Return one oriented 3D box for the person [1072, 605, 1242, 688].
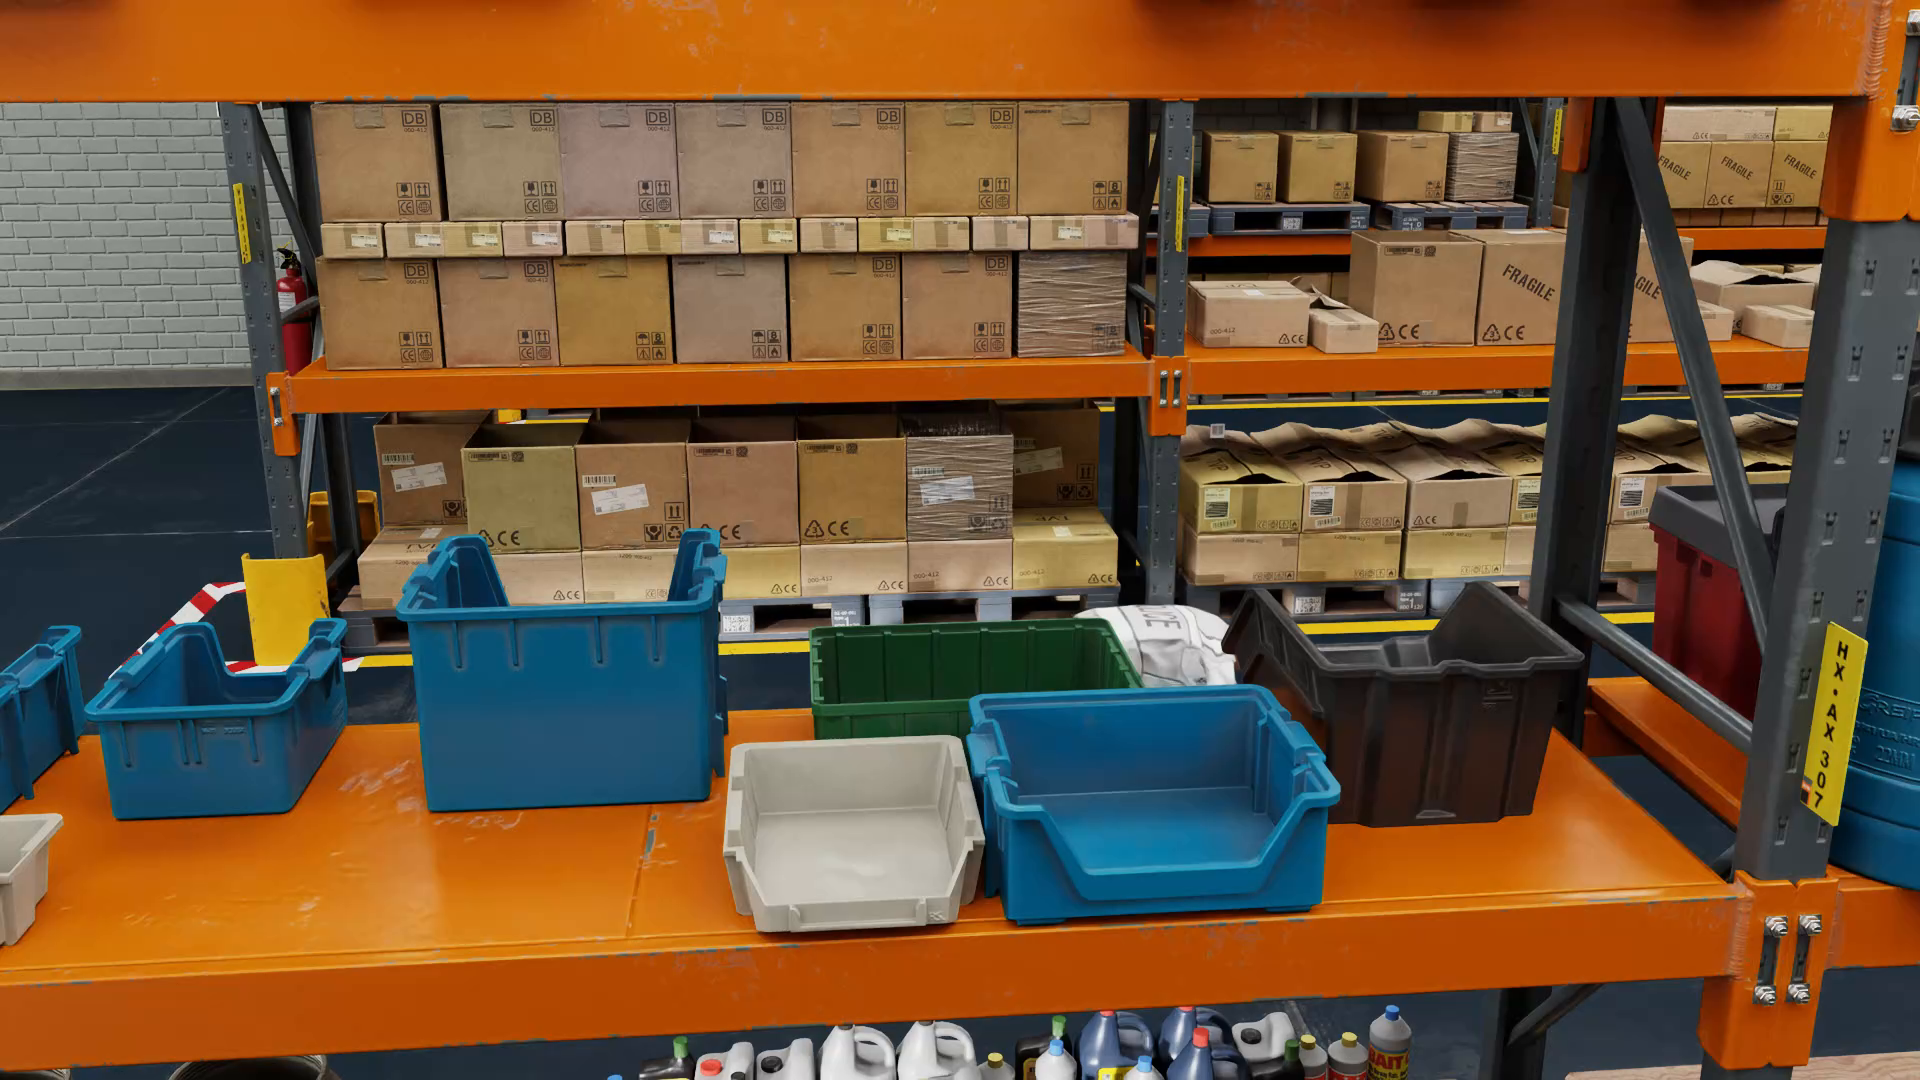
[{"bbox_3d":[0.790,0.608,6.148,0.914,0.760,0.459,-2,17,-7],"label":"person"}]
